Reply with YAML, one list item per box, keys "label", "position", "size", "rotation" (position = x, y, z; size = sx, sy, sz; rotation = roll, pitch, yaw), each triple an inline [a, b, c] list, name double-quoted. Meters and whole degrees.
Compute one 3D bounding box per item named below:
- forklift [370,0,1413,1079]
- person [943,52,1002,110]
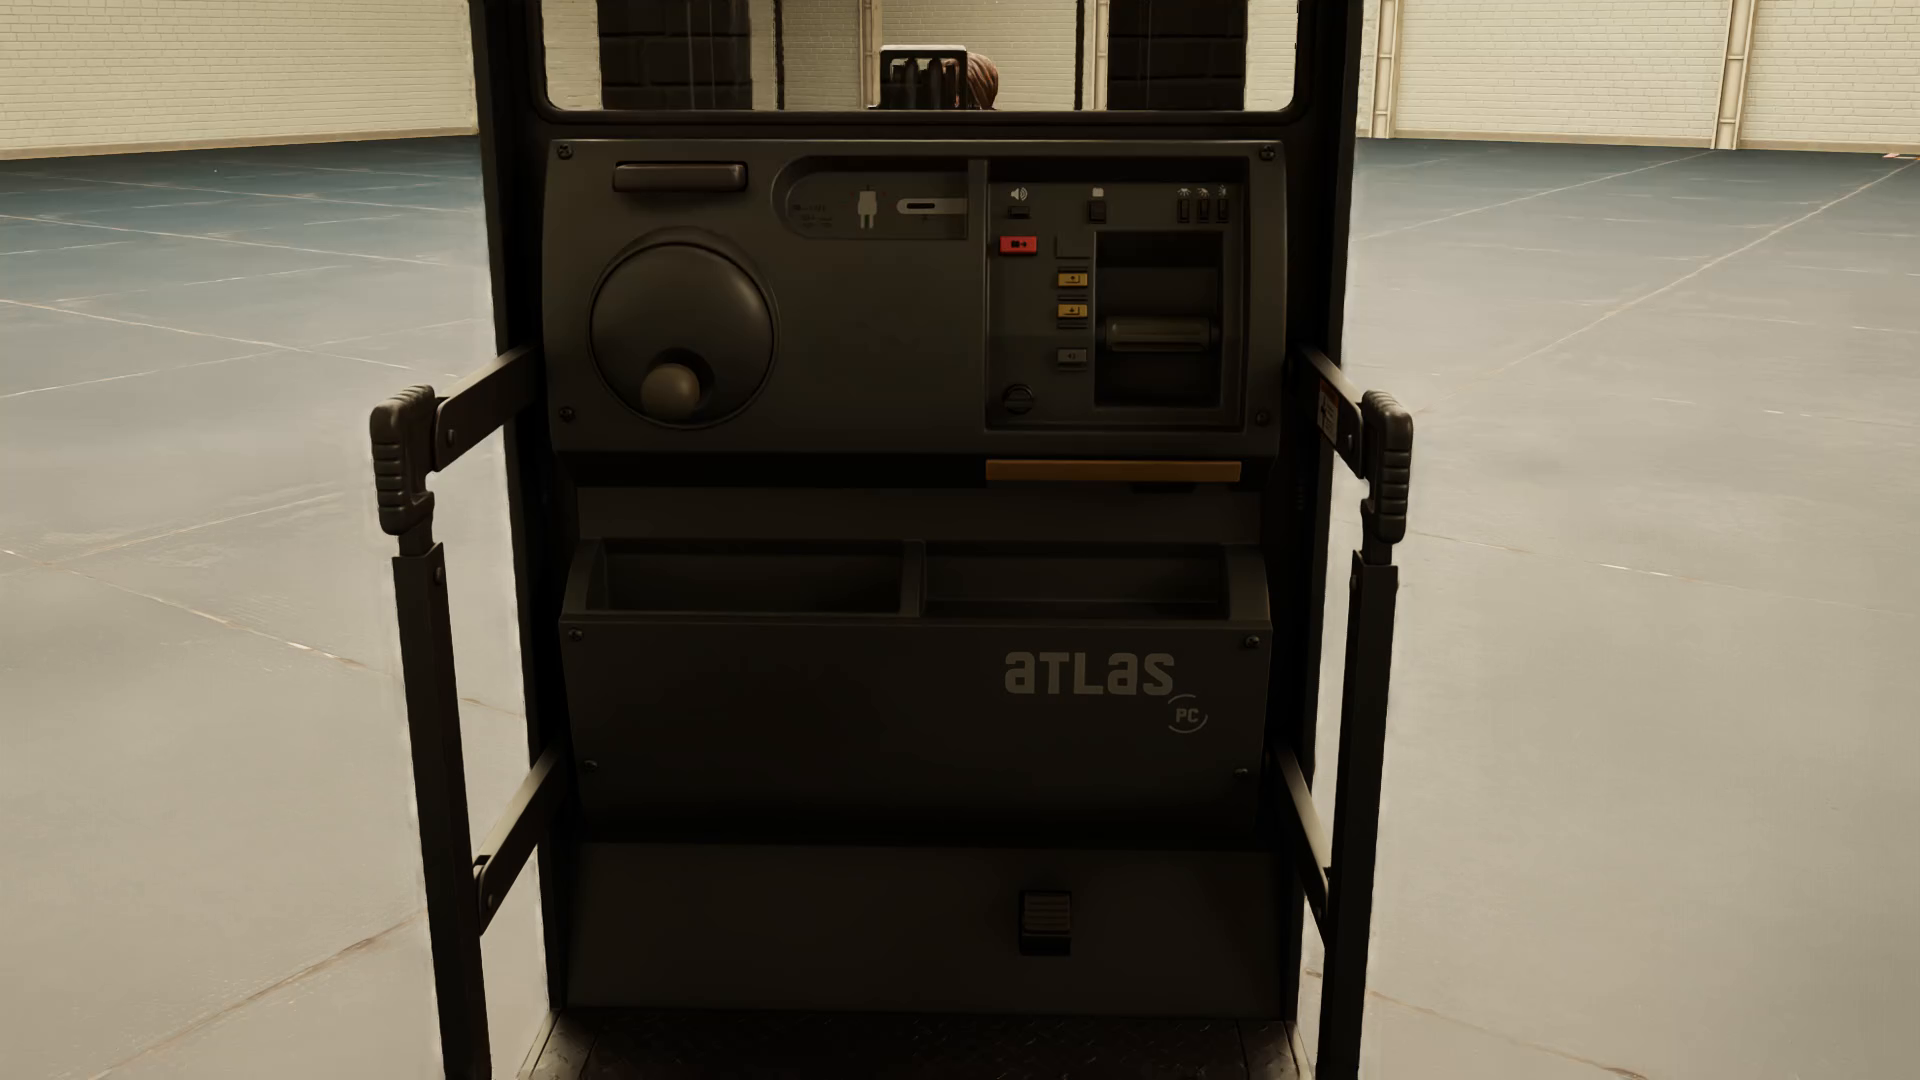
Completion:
- label: "forklift"
  position: [-0.063, -0.316, 1.890]
  size: [1.130, 2.935, 3.031]
  rotation: [0, 17, 2]
- label: "person"
  position: [-0.054, -0.825, 5.756]
  size: [0.549, 1.675, 0.553]
  rotation: [11, 20, 33]
